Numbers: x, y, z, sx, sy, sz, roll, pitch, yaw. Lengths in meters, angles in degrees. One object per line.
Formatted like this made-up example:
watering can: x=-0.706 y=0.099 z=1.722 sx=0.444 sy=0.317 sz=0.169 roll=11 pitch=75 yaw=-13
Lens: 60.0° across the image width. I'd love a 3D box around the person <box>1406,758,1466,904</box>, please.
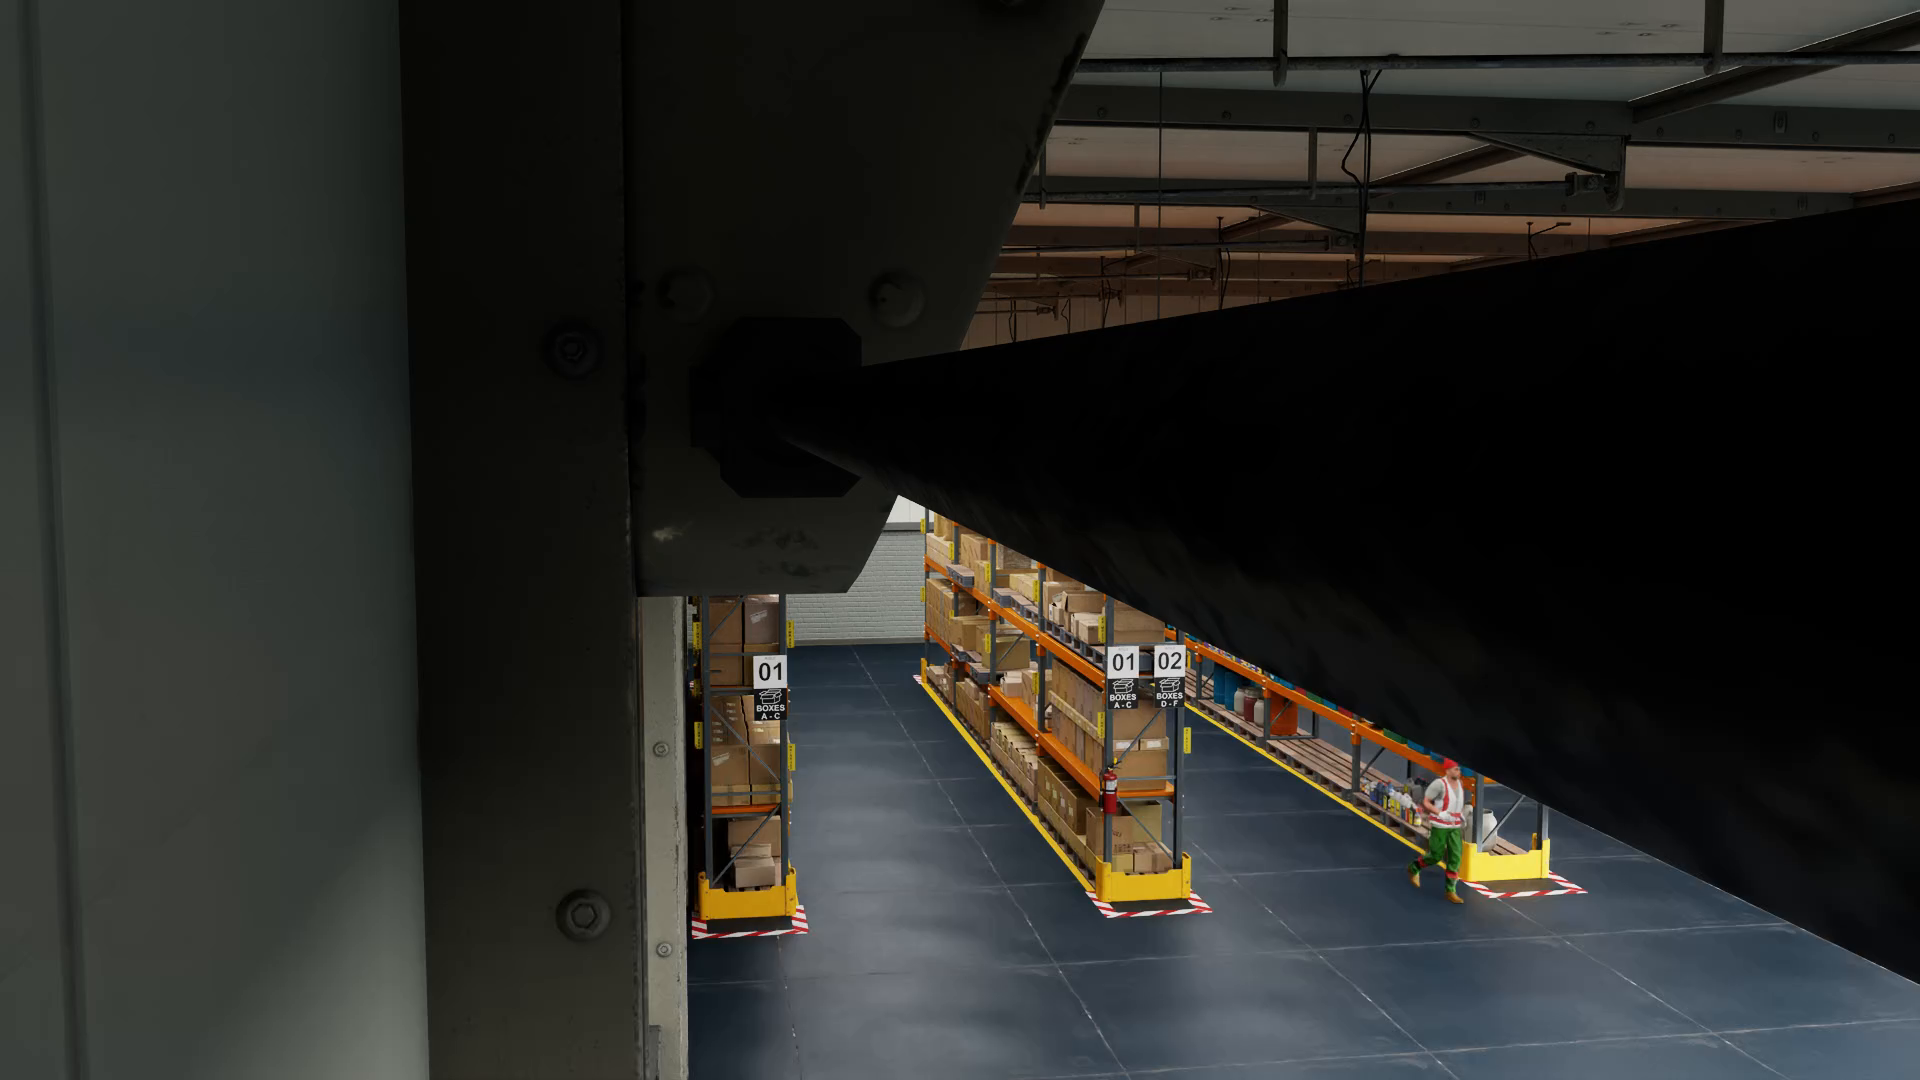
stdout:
person: x=6.127 y=3.604 z=20.983 sx=0.710 sy=1.763 sz=0.904 roll=-3 pitch=6 yaw=-27
